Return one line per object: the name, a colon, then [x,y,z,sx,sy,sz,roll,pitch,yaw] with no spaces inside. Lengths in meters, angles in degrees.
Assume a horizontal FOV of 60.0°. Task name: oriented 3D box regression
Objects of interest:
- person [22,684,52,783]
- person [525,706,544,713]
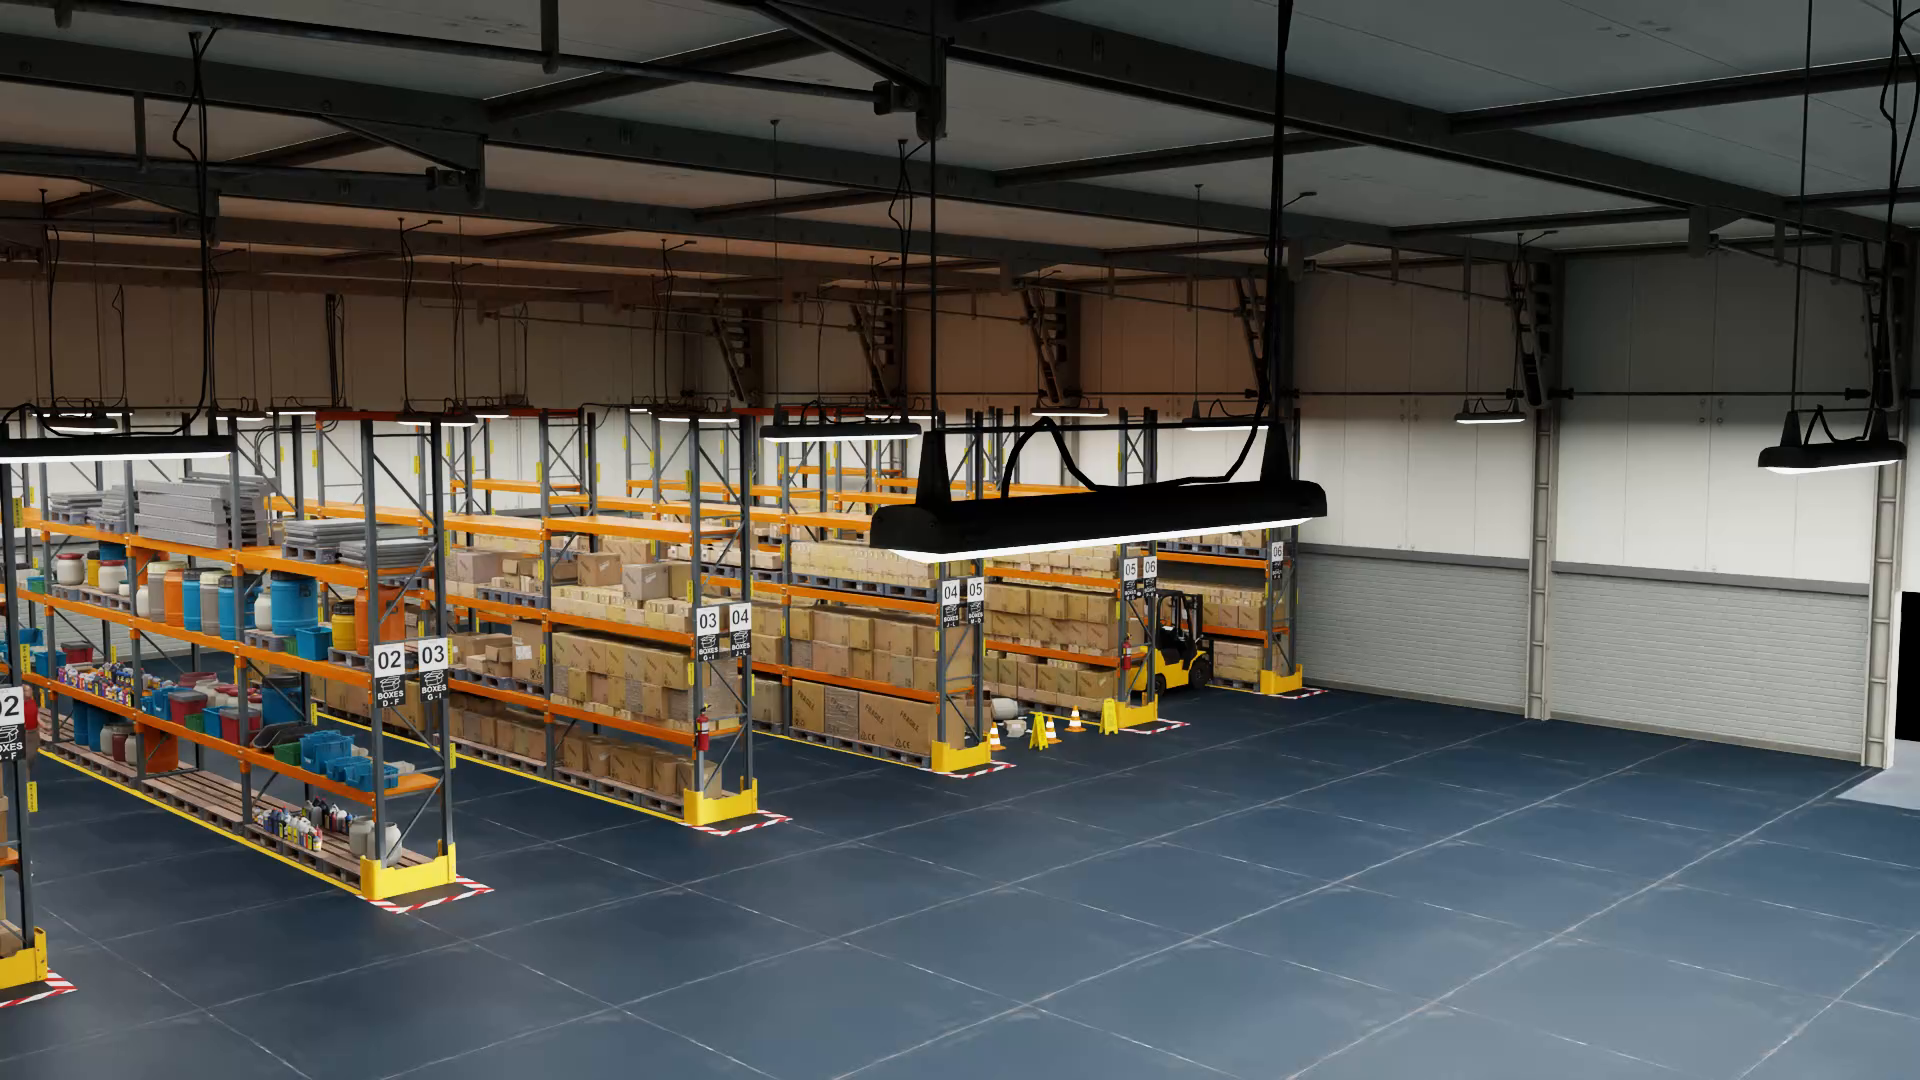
person: [-14.925,3.164,26.540,0.698,1.740,0.947,-5,7,-45]
person: [-8.445,2.529,33.012,0.502,1.767,0.599,-4,6,-39]
